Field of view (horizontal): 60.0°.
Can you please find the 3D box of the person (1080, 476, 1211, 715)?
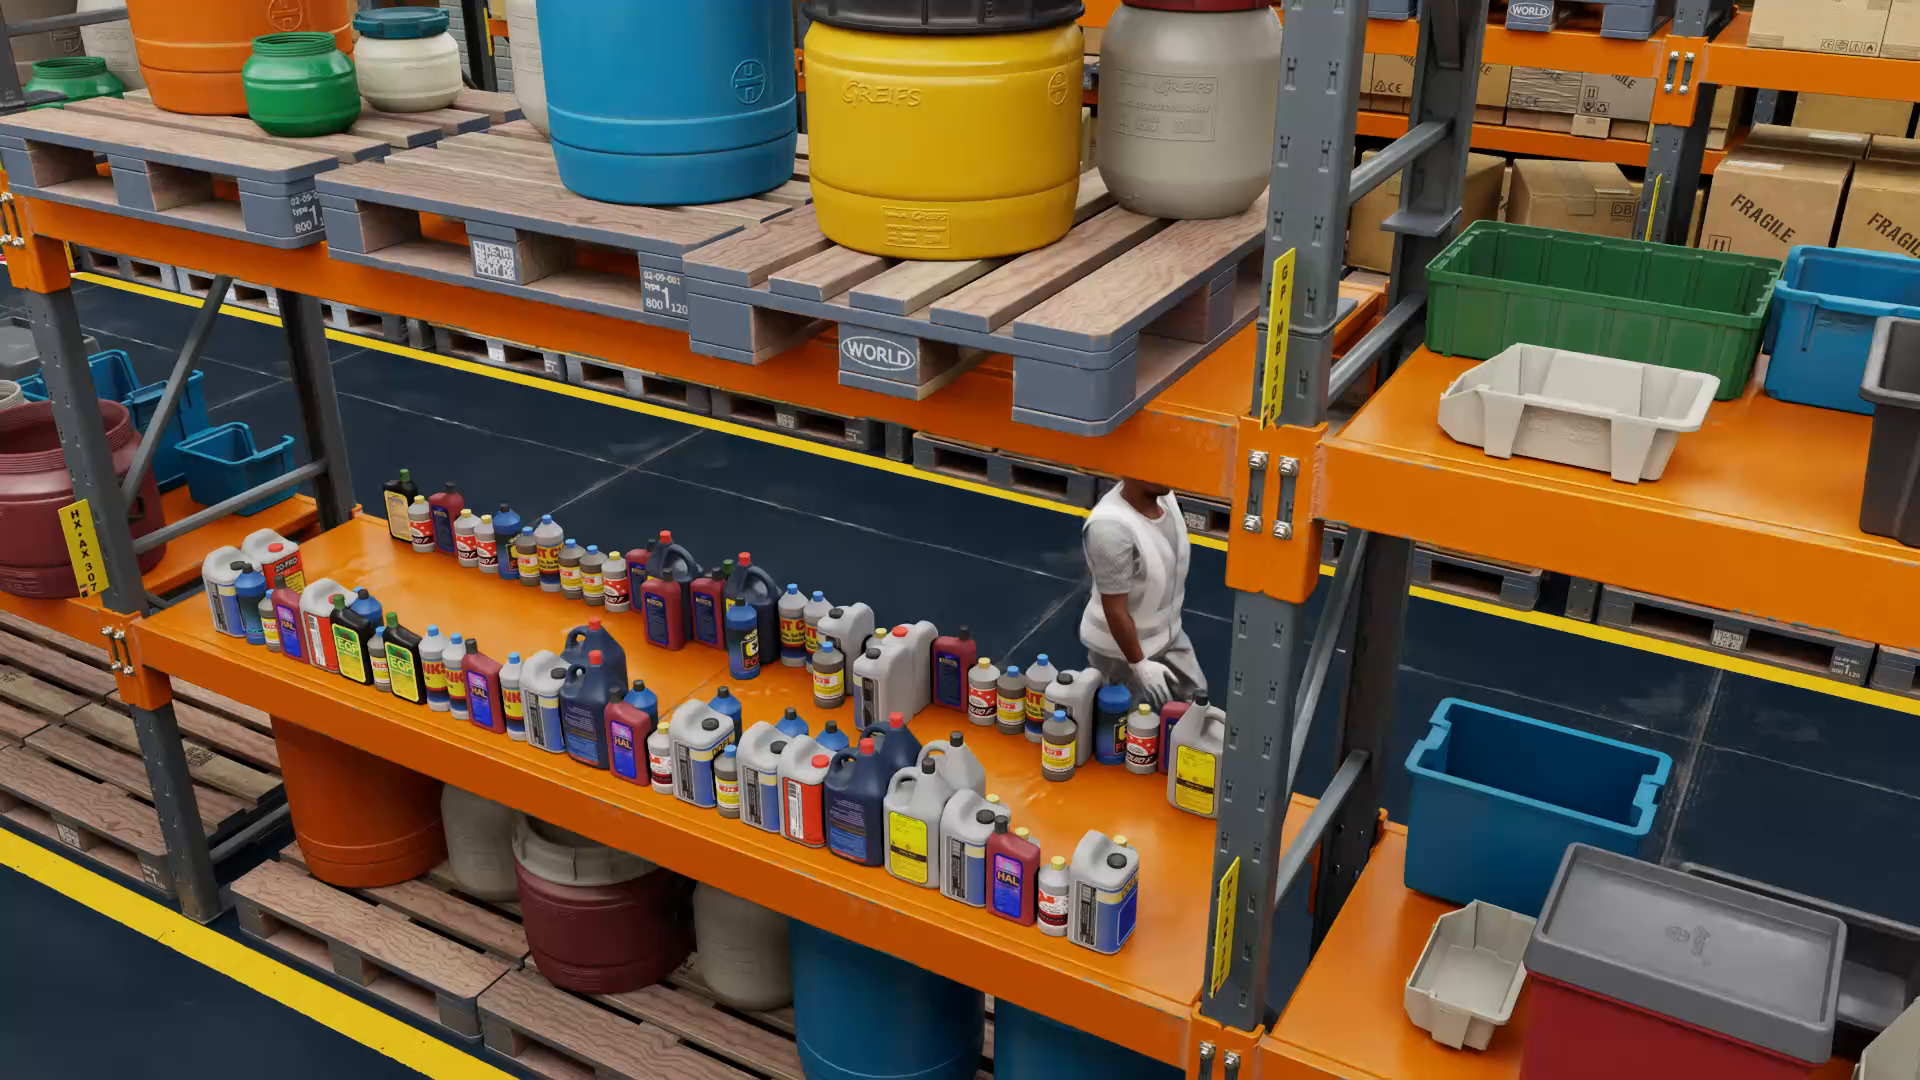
[{"bbox_3d":[0.678,0.406,6.288,0.562,1.842,0.564,16,30,29],"label":"person"}]
